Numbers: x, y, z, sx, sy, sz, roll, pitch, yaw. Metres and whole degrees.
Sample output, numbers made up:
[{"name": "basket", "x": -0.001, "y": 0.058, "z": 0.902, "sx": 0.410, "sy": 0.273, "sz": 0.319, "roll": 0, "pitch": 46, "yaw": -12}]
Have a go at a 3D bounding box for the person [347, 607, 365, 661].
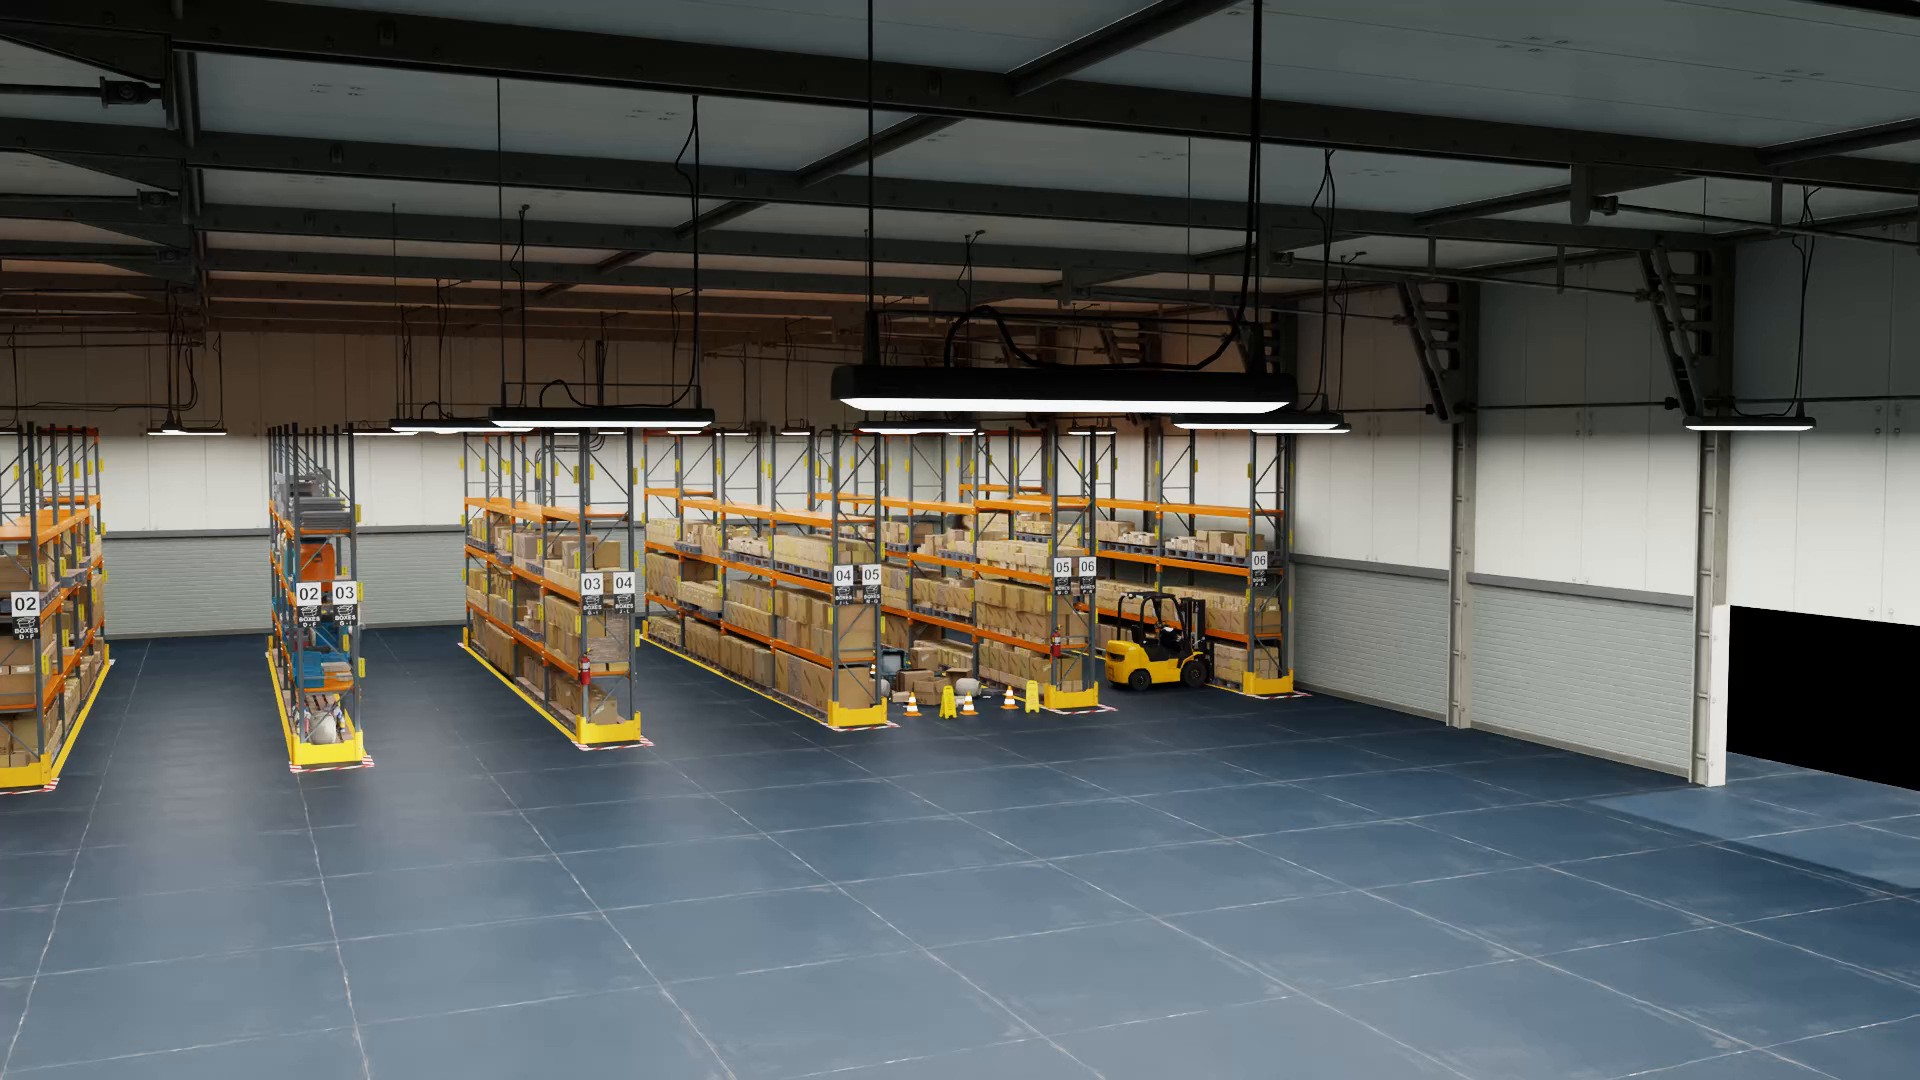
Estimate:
[{"name": "person", "x": -15.558, "y": 2.210, "z": 42.778, "sx": 0.475, "sy": 1.790, "sz": 0.602, "roll": -1, "pitch": 4, "yaw": -18}]
